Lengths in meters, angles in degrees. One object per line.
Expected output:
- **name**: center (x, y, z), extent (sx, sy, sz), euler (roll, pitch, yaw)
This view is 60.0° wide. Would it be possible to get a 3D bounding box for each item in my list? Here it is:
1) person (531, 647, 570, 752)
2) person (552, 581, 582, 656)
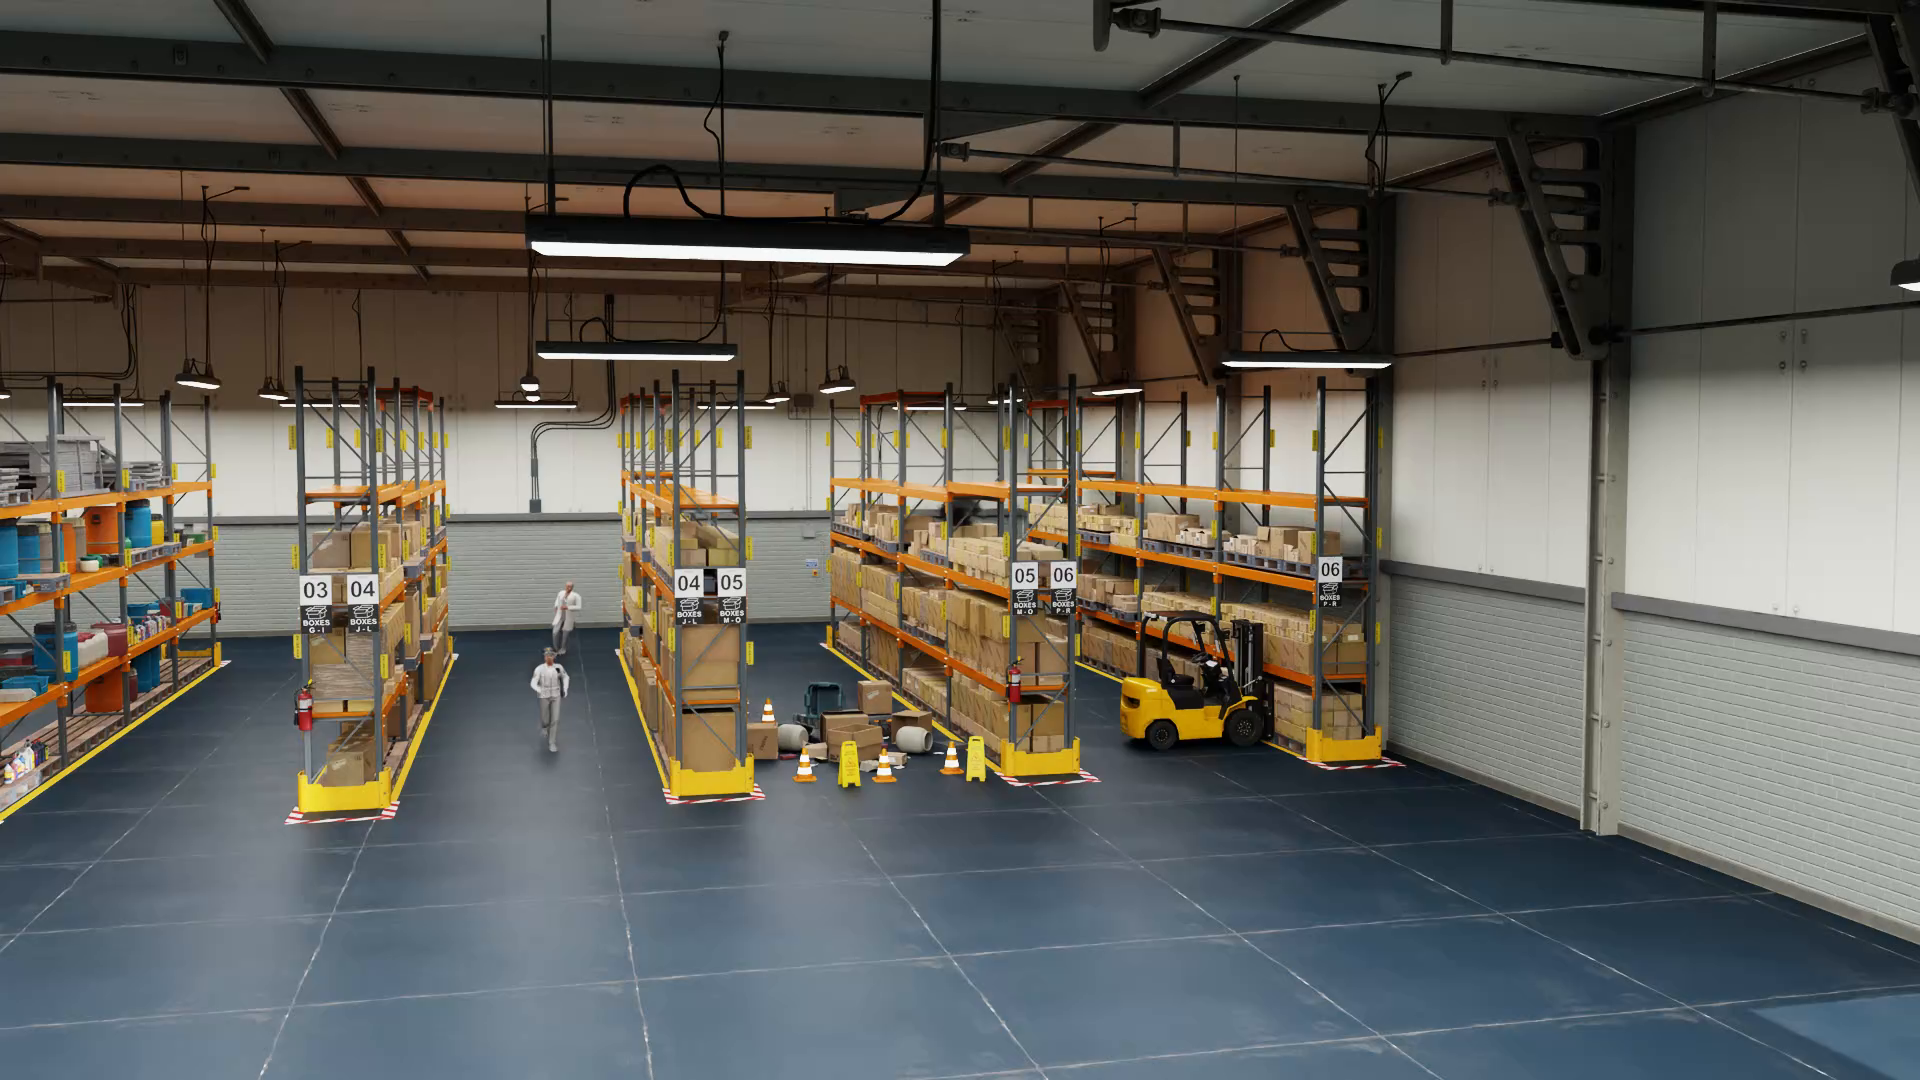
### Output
- **person**: center (-6.650, 2.568, 27.051), extent (0.632, 1.664, 0.842), euler (-1, 4, -20)
- **person**: center (-9.059, 1.854, 38.486), extent (0.734, 1.821, 0.754), euler (1, 3, 8)
